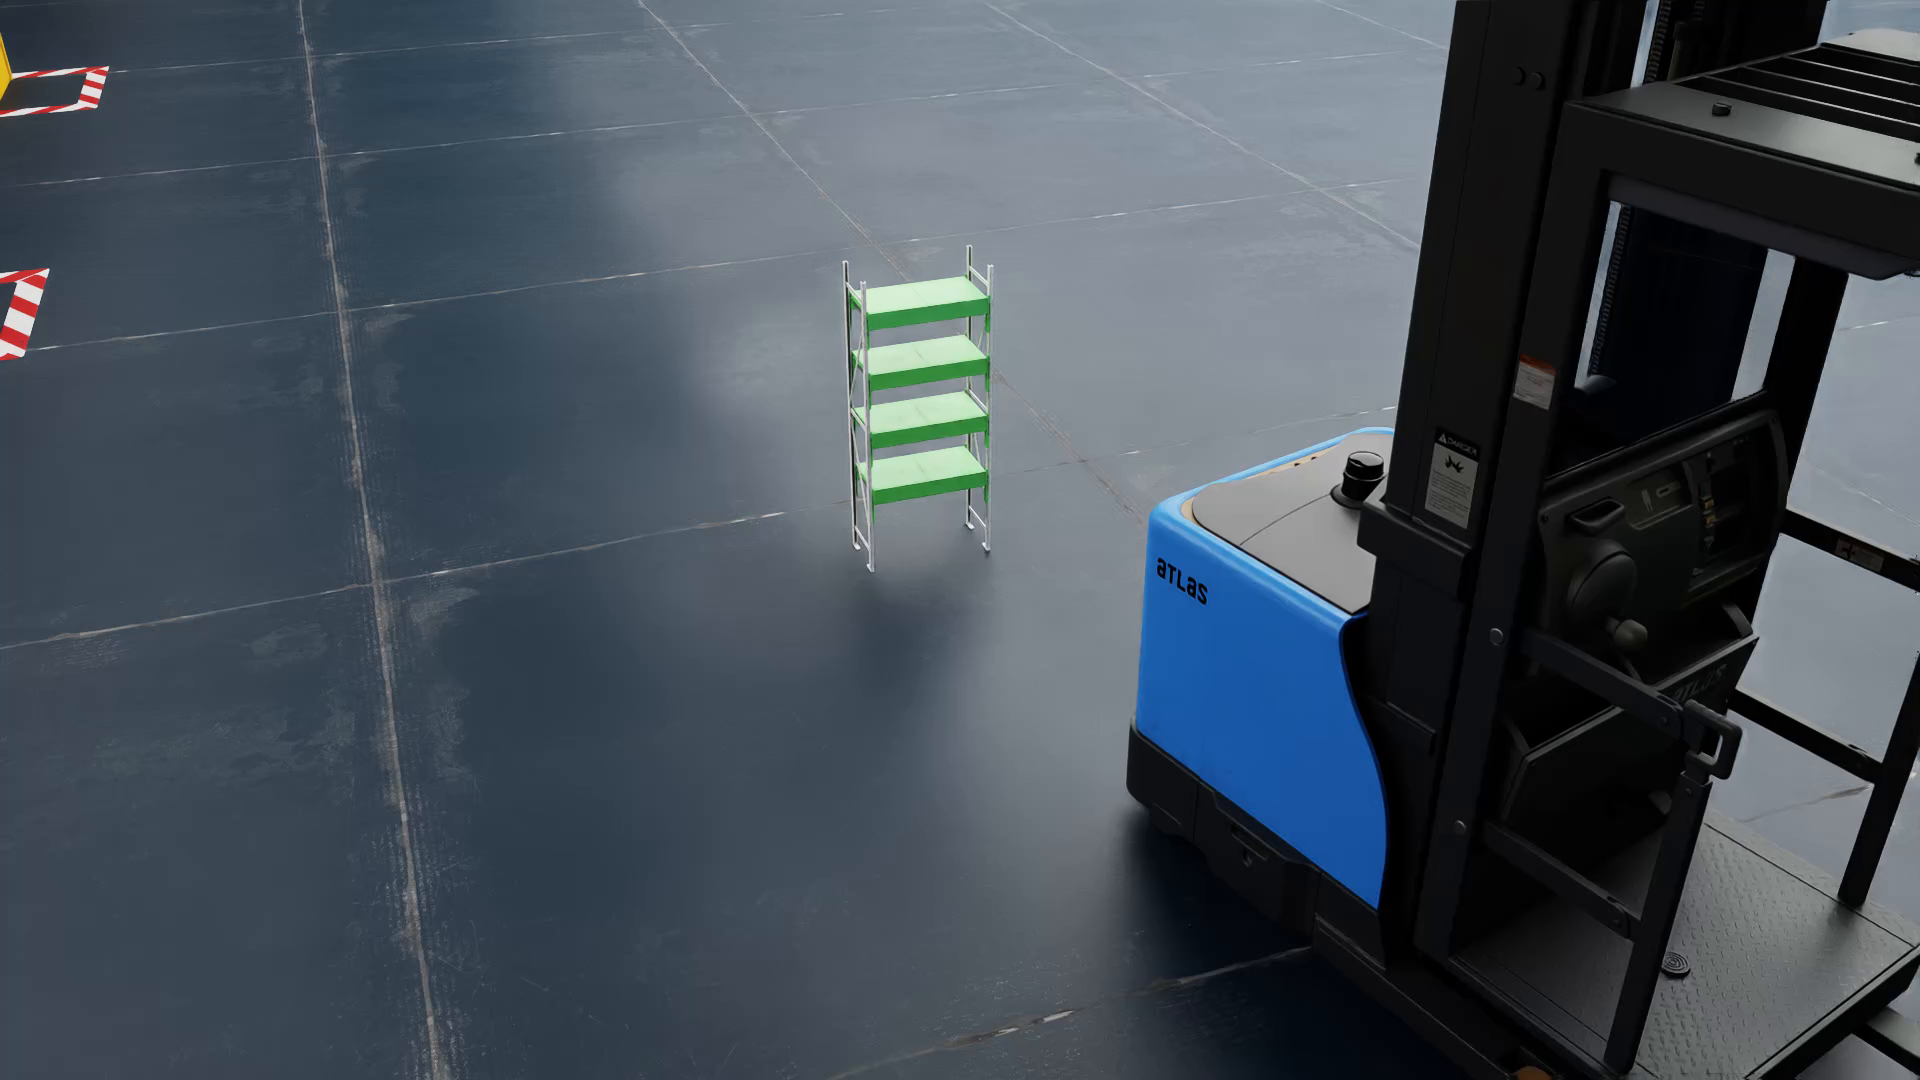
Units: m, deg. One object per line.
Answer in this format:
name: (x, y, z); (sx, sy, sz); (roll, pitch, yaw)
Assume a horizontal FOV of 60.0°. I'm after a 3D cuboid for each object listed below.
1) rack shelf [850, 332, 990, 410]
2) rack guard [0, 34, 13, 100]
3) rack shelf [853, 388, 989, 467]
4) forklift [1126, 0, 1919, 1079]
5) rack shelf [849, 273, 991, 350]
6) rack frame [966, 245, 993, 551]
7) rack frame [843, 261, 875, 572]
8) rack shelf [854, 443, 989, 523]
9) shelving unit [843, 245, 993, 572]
rack shelf: (-0.155, -0.646, 6.316); (0.480, 0.148, 0.258); (-10, 31, -18)
rack guard: (-7.477, -3.599, 12.563); (0.348, 0.500, 1.175); (-10, 31, -18)
rack shelf: (-0.155, -0.437, 6.434); (0.480, 0.148, 0.258); (-10, 31, -18)
forklift: (1.783, 0.015, 3.762); (1.130, 2.935, 3.031); (-19, 35, -30)
rack shelf: (-0.155, -0.854, 6.197); (0.480, 0.148, 0.258); (-10, 31, -18)
rack frame: (0.074, -0.535, 6.477); (0.015, 1.200, 0.240); (-10, 31, -18)
rack frame: (-0.384, -0.451, 6.329); (0.015, 1.200, 0.240); (-10, 31, -18)
rack shelf: (-0.155, -0.229, 6.553); (0.480, 0.148, 0.258); (-10, 31, -18)
shelving unit: (-0.155, -0.493, 6.403); (0.503, 1.200, 0.258); (-10, 31, -18)
